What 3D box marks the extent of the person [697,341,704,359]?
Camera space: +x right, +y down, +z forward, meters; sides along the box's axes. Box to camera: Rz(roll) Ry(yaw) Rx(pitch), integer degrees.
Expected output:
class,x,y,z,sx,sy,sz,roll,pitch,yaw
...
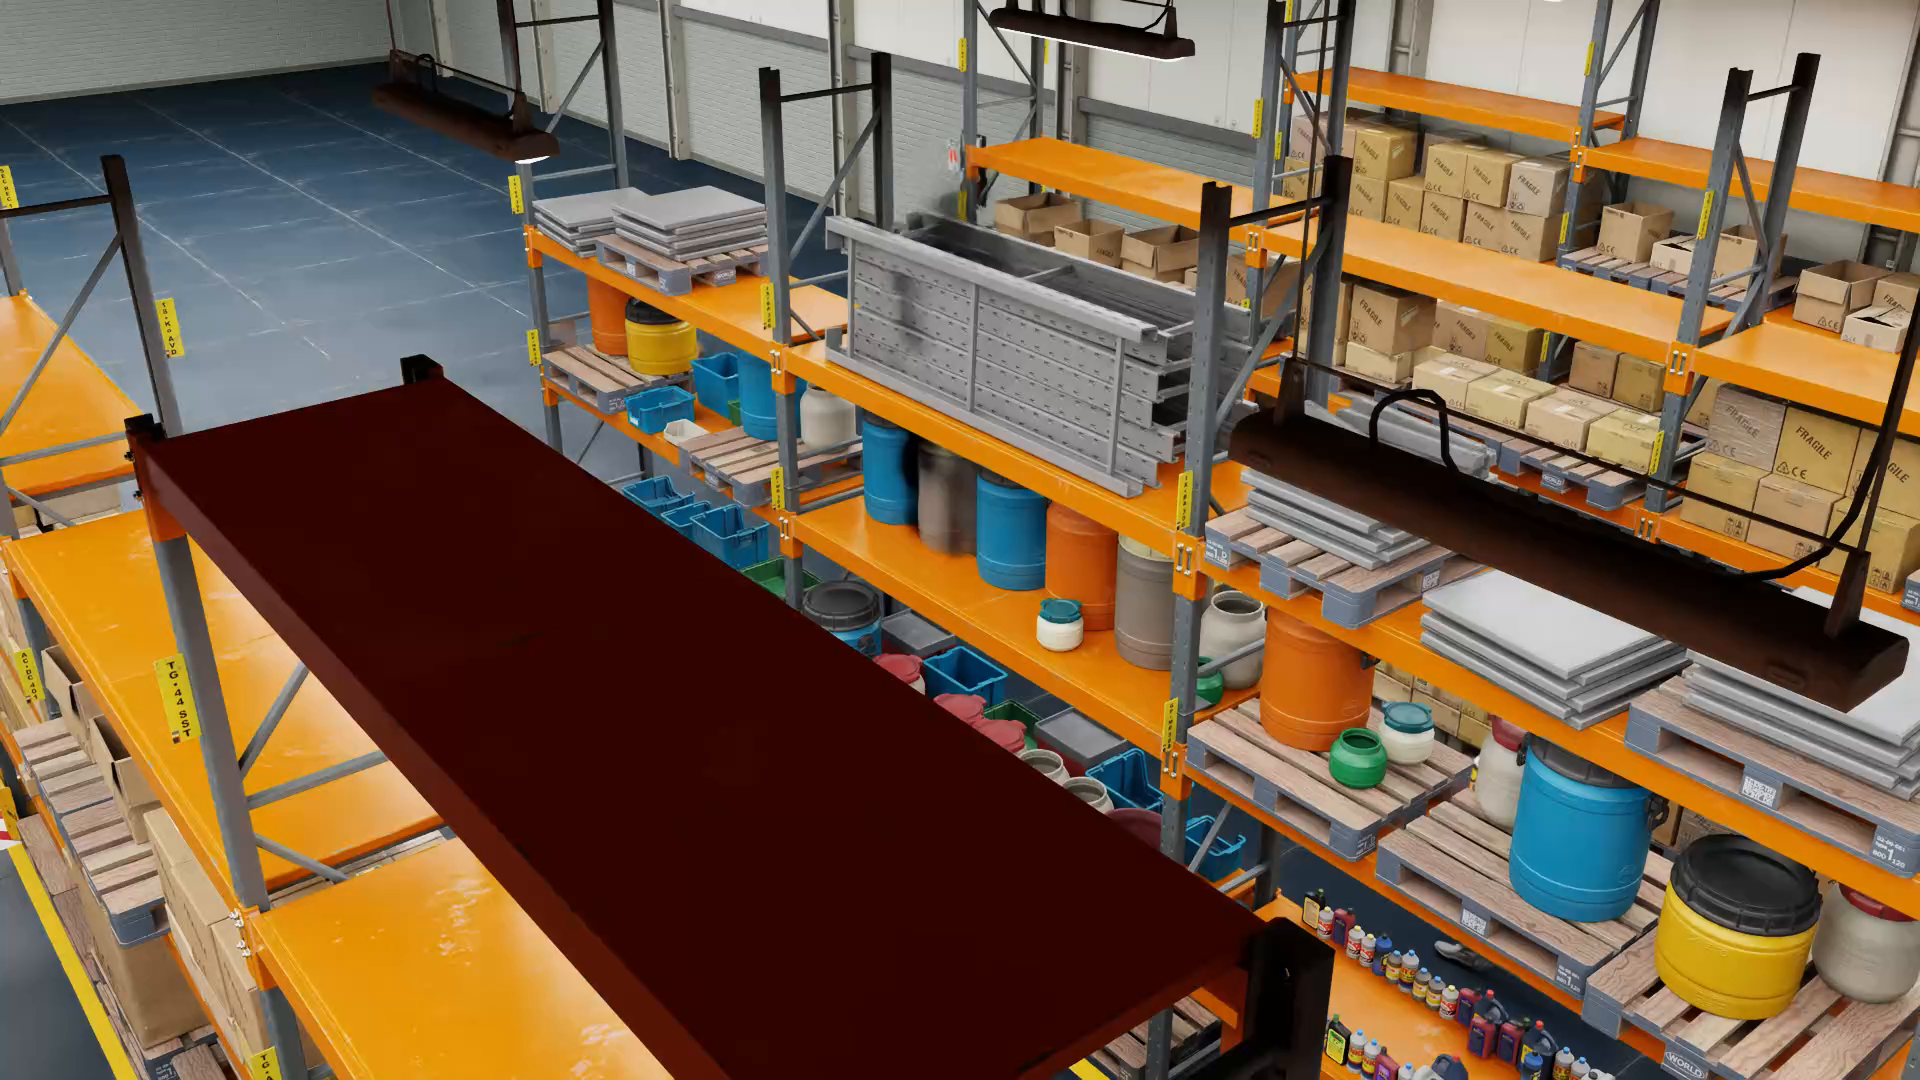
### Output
class,x,y,z,sx,sy,sz,roll,pitch,yaw
person,-3.105,-1.507,19.438,0.610,1.674,0.672,-4,26,-8

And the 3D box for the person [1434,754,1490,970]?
class,x,y,z,sx,sy,sz,roll,pitch,yaw
person,3.653,2.253,11.622,0.590,1.736,0.665,23,34,39
